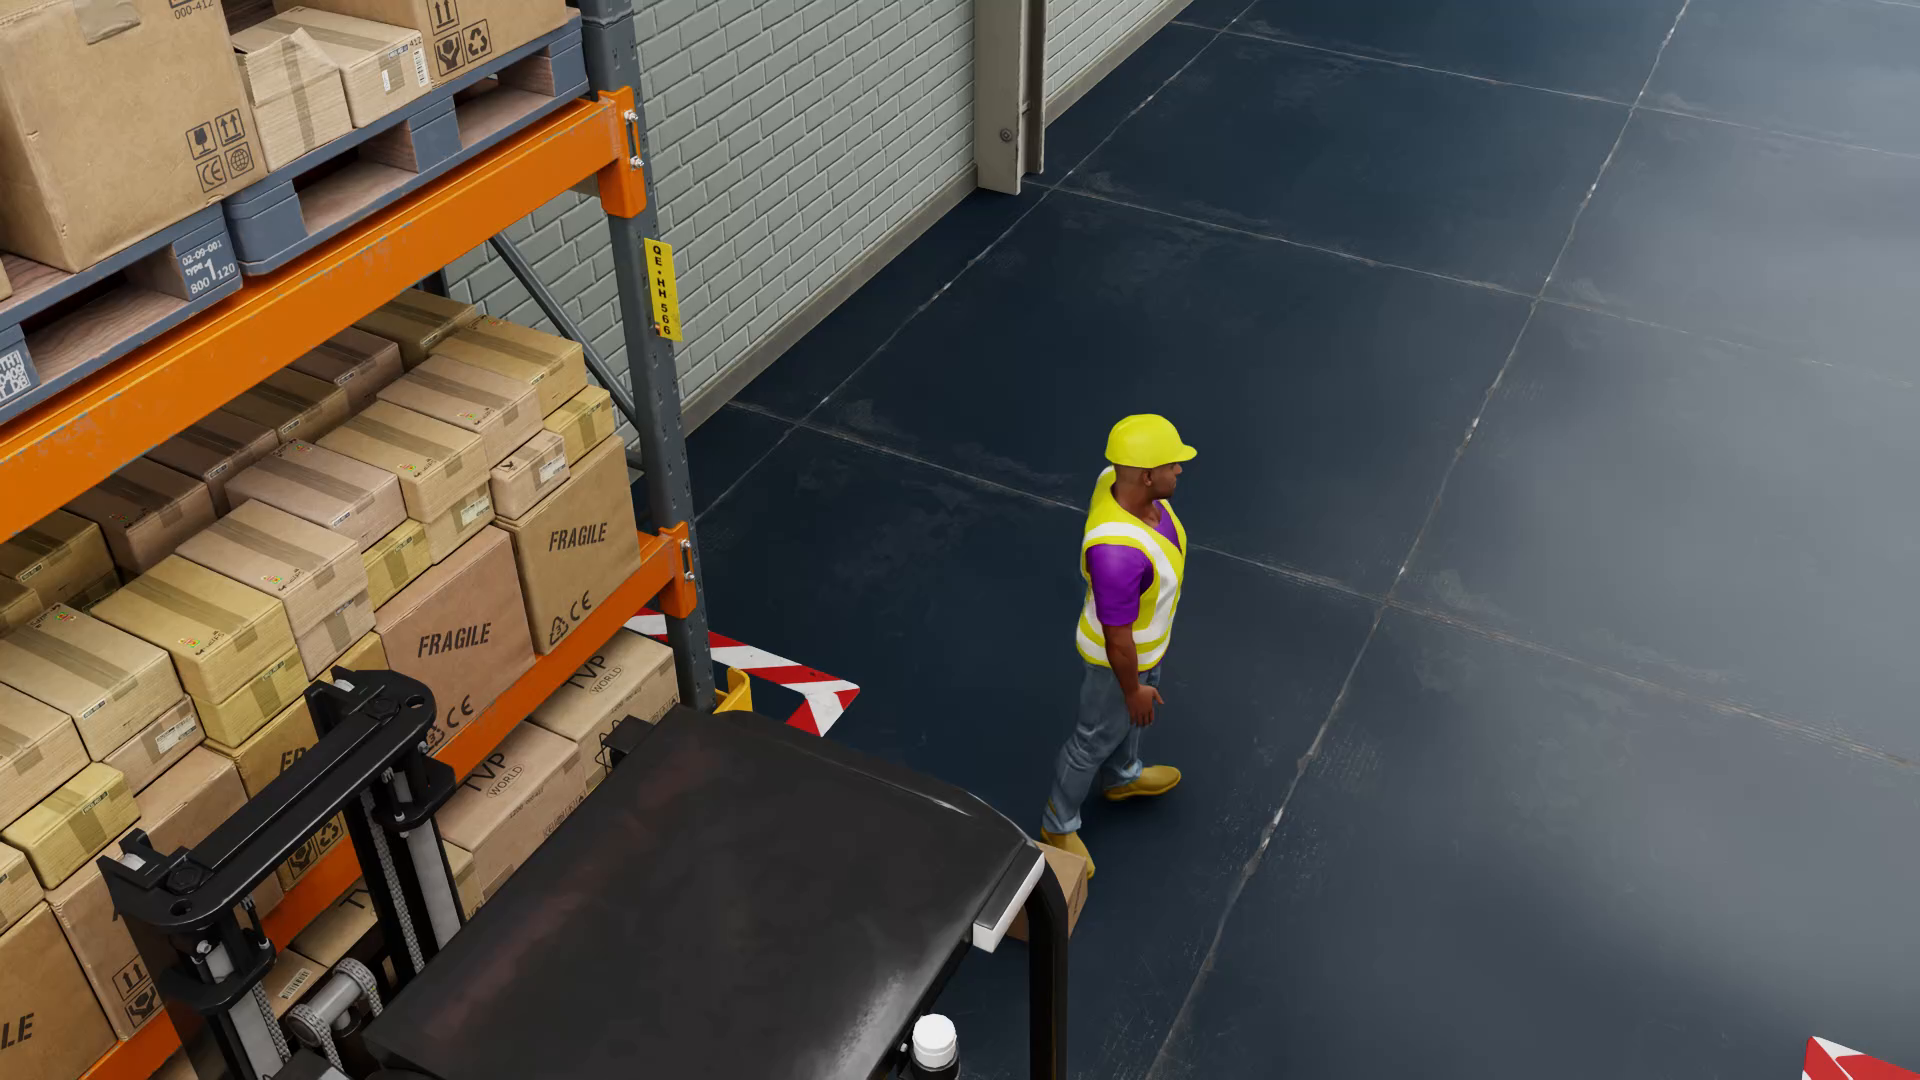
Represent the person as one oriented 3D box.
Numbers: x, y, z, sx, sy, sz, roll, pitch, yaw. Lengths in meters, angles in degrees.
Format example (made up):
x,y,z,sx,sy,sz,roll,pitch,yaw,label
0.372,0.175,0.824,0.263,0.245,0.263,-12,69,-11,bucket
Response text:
x,y,z,sx,sy,sz,roll,pitch,yaw,label
0.550,0.364,5.634,0.467,1.767,0.621,8,38,10,person
